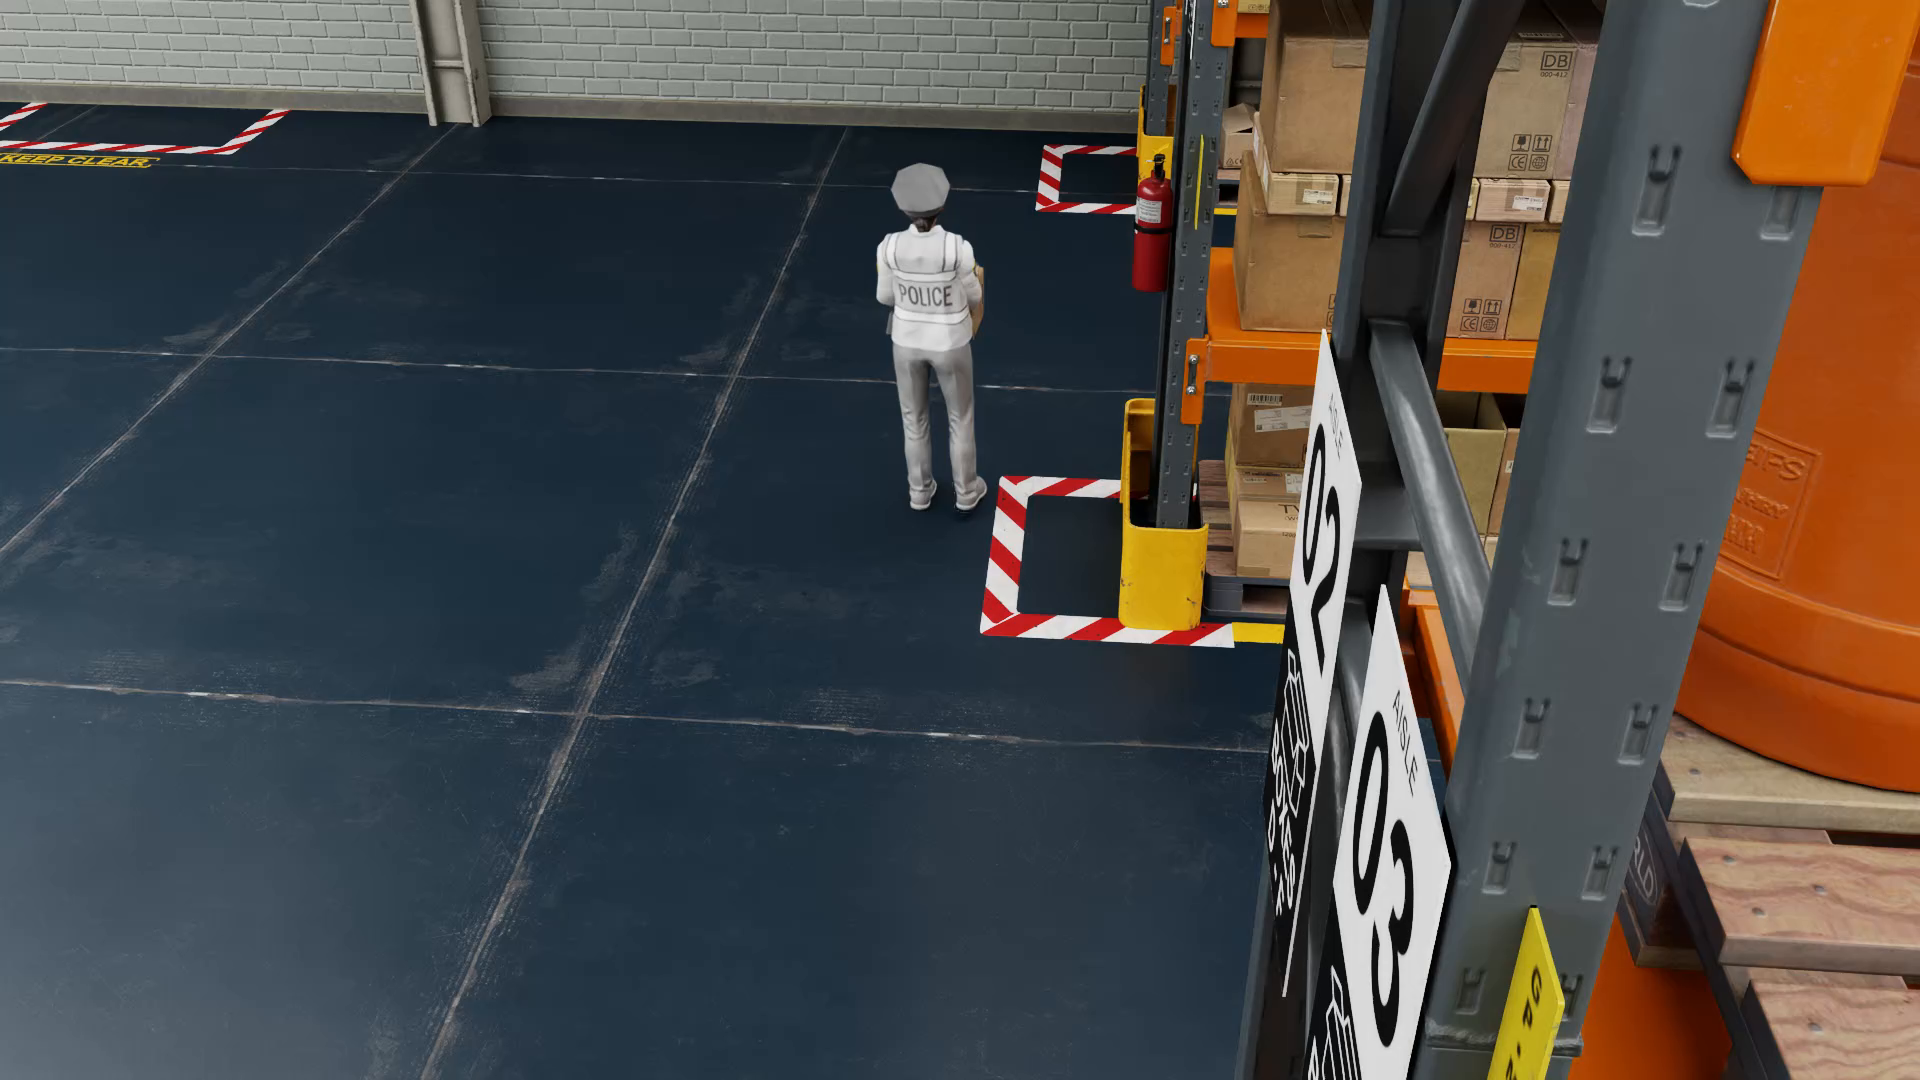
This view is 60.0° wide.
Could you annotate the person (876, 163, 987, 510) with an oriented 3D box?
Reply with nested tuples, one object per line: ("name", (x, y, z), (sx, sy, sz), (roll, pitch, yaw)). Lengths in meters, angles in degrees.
("person", (-0.126, -0.914, 7.554), (0.491, 1.700, 0.543), (4, 32, 6))
